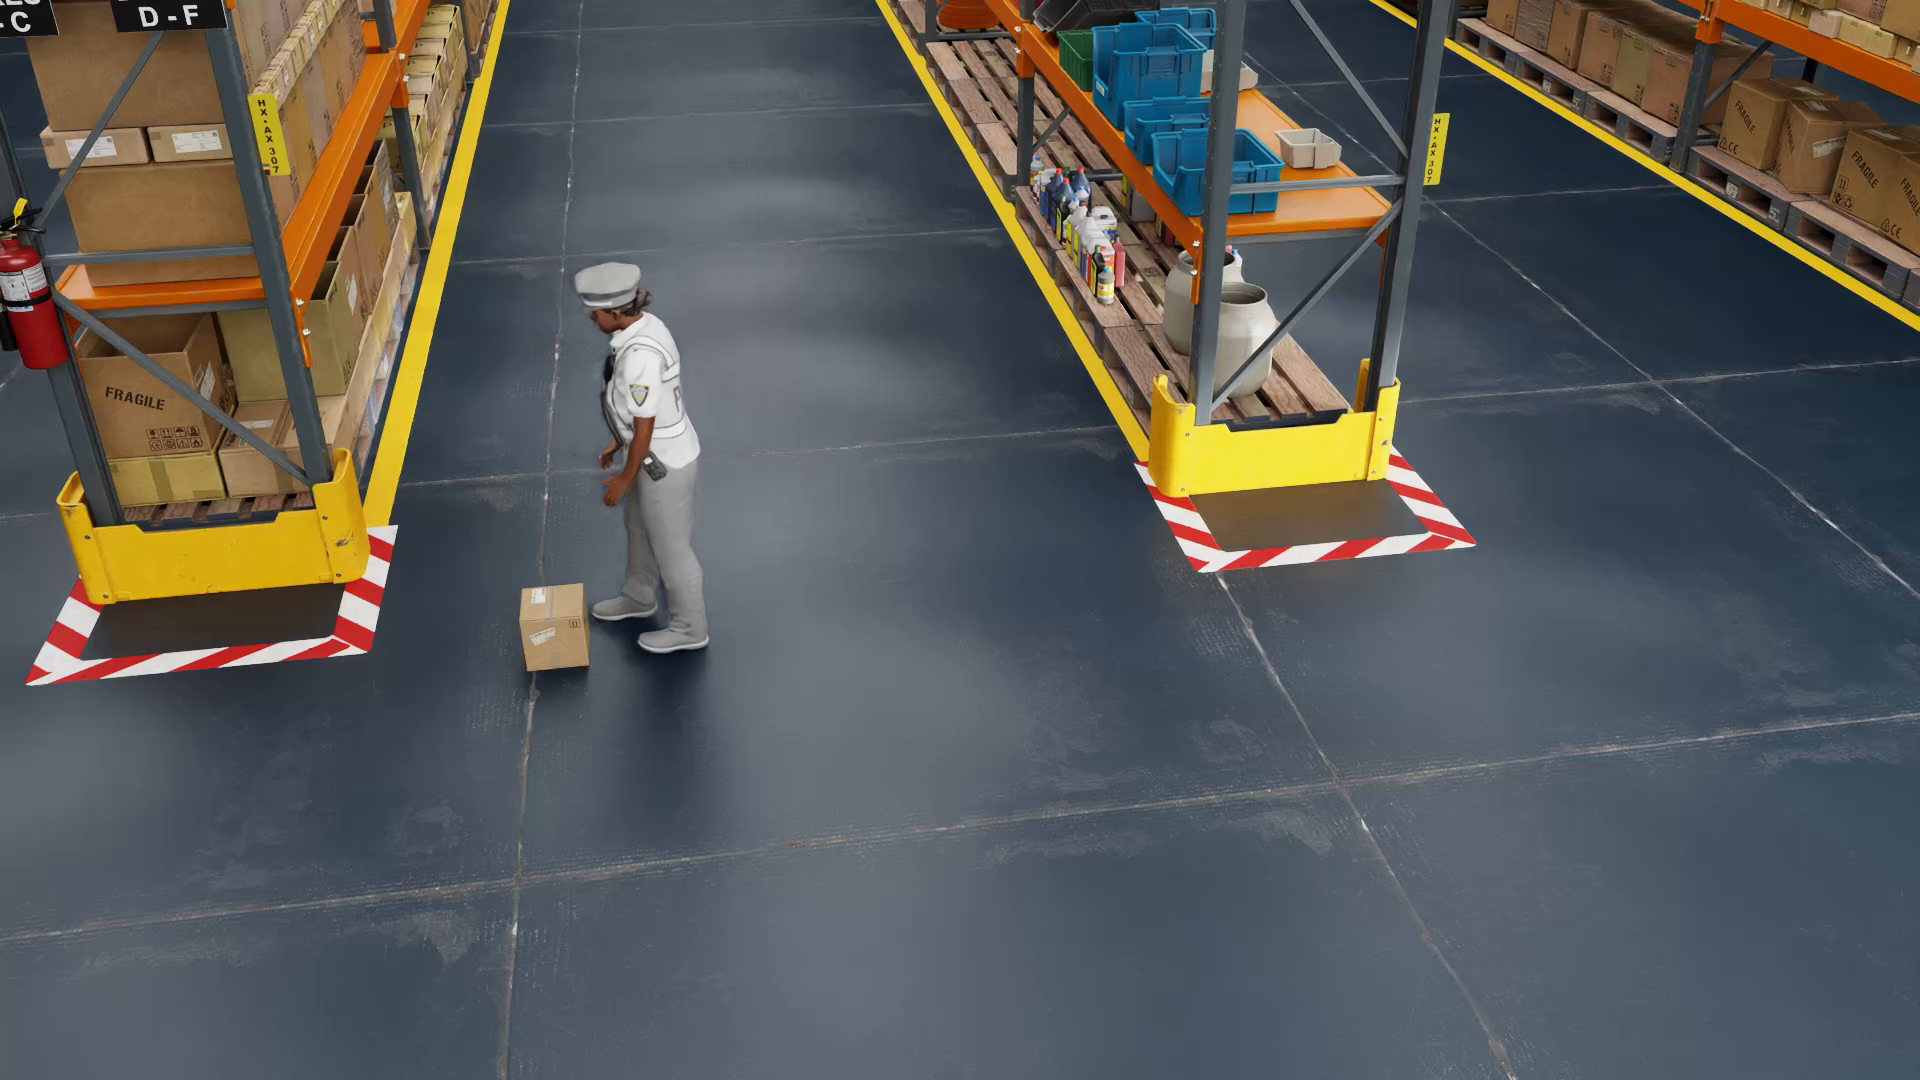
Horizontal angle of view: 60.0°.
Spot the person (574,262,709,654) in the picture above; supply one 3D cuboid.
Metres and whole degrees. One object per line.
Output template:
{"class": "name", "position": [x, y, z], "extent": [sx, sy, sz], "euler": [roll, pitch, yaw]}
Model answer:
{"class": "person", "position": [-1.297, -0.309, 6.630], "extent": [0.525, 1.662, 0.506], "euler": [-5, 31, -8]}
